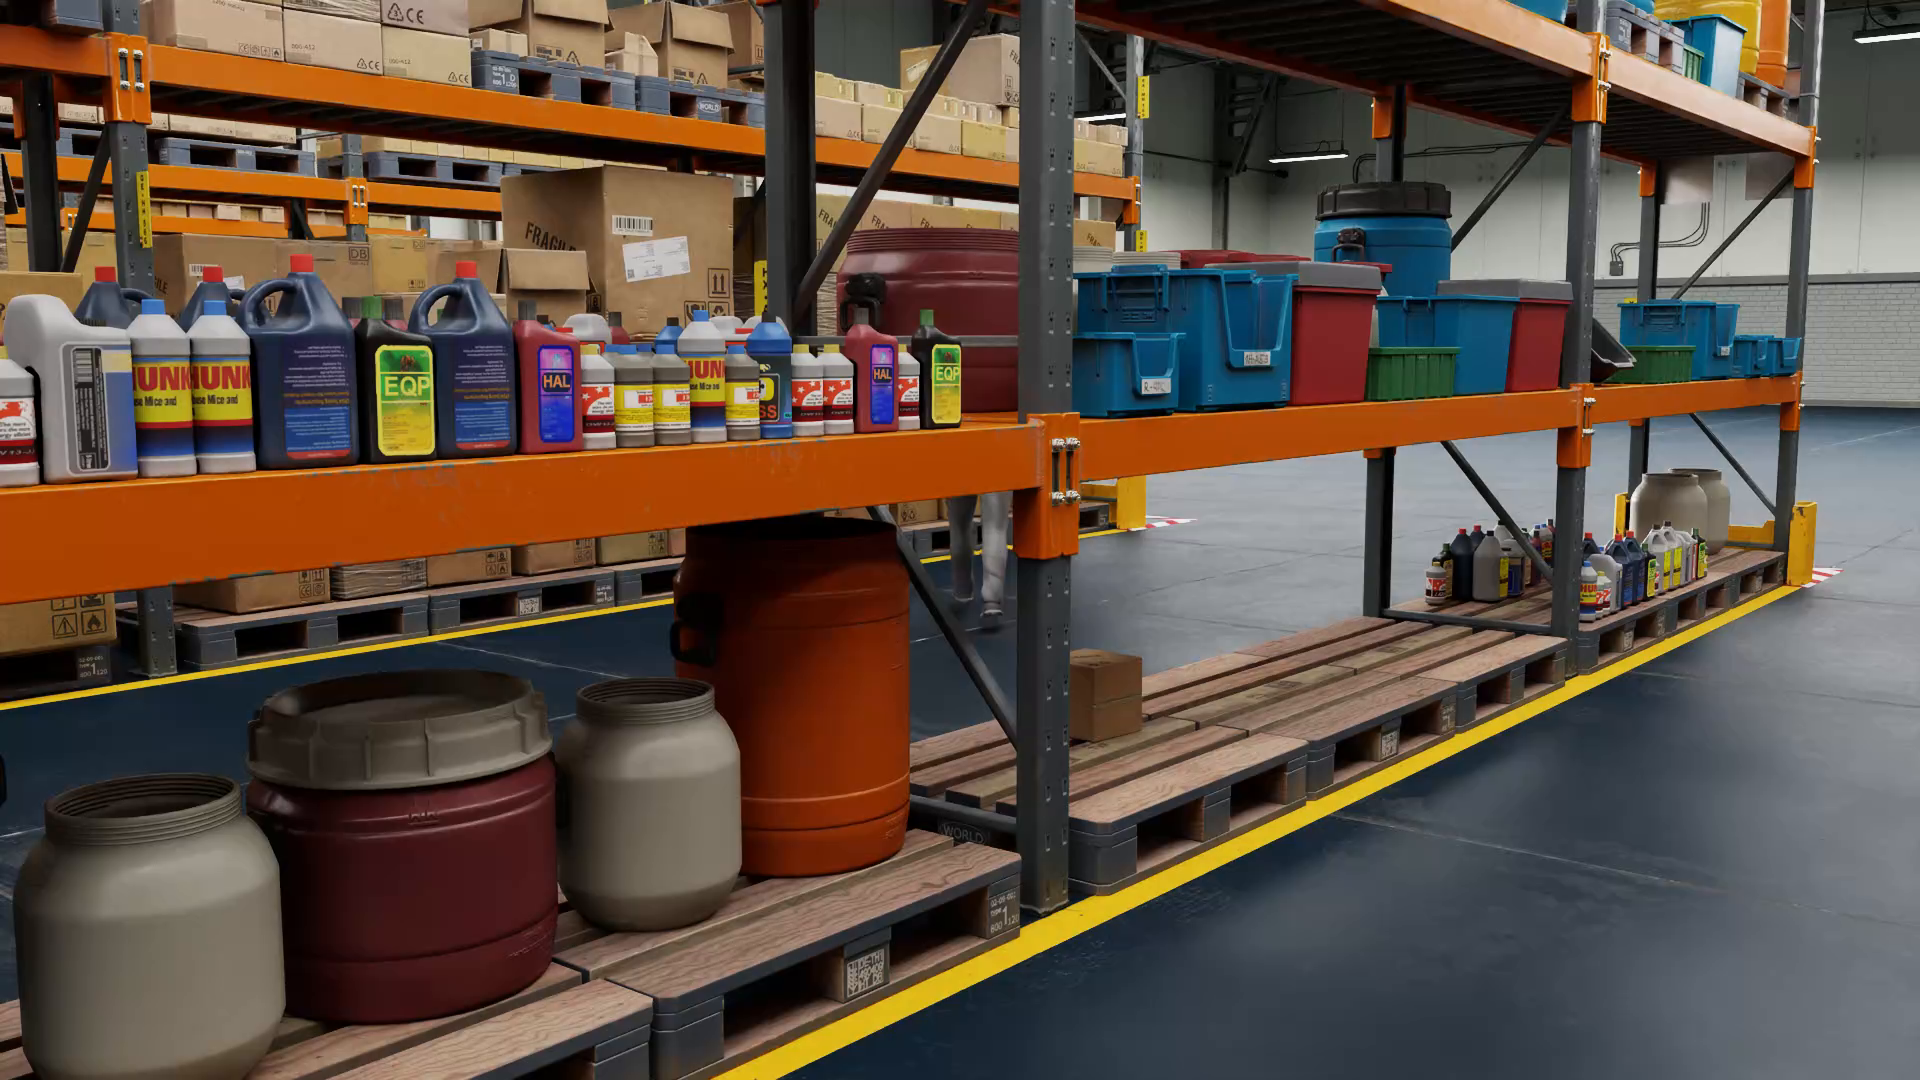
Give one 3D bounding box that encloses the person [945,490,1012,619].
[{"bbox_3d":[0.098,-0.423,9.081,0.440,1.625,1.031,0,7,0],"label":"person"}]
